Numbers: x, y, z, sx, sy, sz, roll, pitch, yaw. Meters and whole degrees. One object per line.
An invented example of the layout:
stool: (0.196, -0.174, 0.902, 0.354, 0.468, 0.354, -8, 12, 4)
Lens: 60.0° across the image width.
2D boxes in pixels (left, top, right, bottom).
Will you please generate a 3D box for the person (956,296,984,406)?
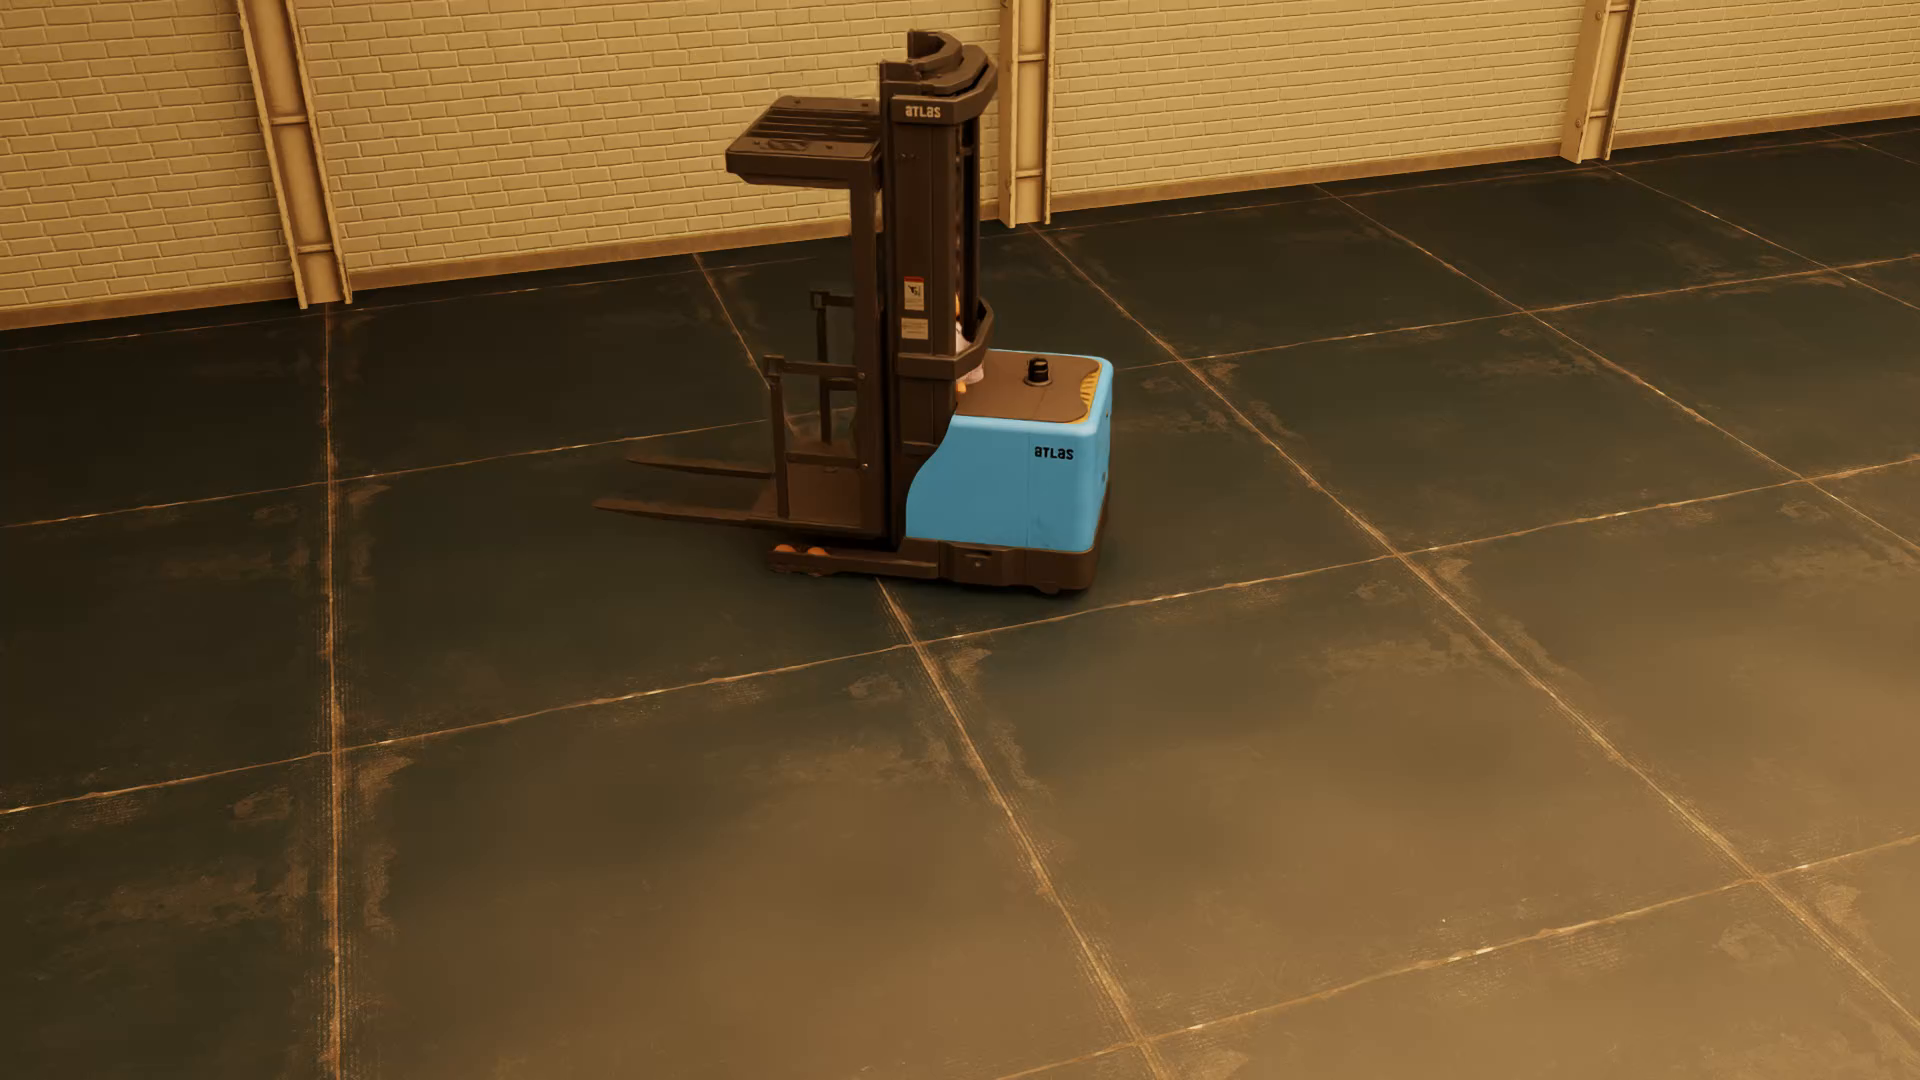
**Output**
person: (0.064, -0.713, 9.611, 0.570, 1.637, 0.599, -10, 31, -16)

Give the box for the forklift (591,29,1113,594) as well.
forklift: (-0.660, -1.310, 9.364, 3.031, 2.935, 1.130, 5, 30, 9)
